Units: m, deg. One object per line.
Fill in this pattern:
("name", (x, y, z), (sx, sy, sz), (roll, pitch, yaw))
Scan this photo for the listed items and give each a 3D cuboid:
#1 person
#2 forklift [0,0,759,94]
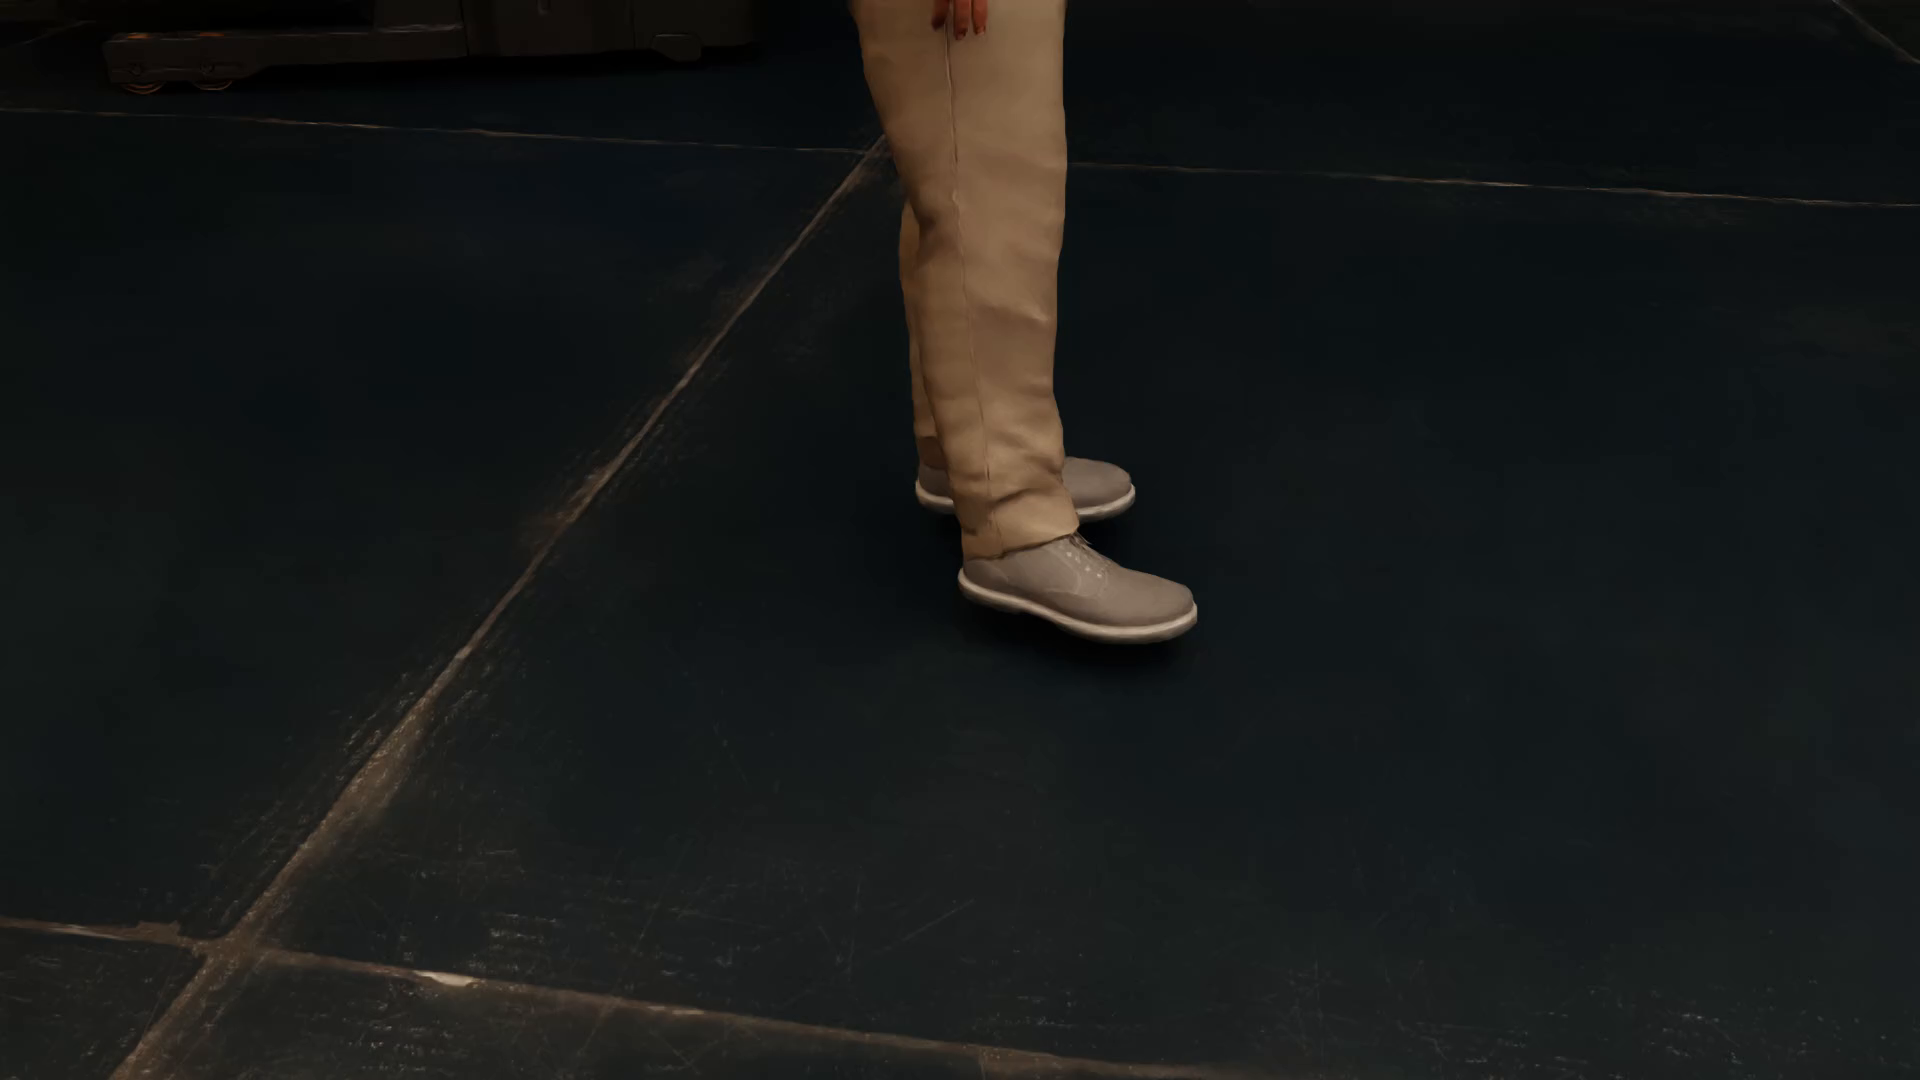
("person", (0.086, -0.783, 2.034), (0.550, 1.726, 0.640), (5, 29, 9))
("forklift", (-2.189, -2.857, 4.630), (3.031, 2.935, 1.130), (-5, 29, -9))
